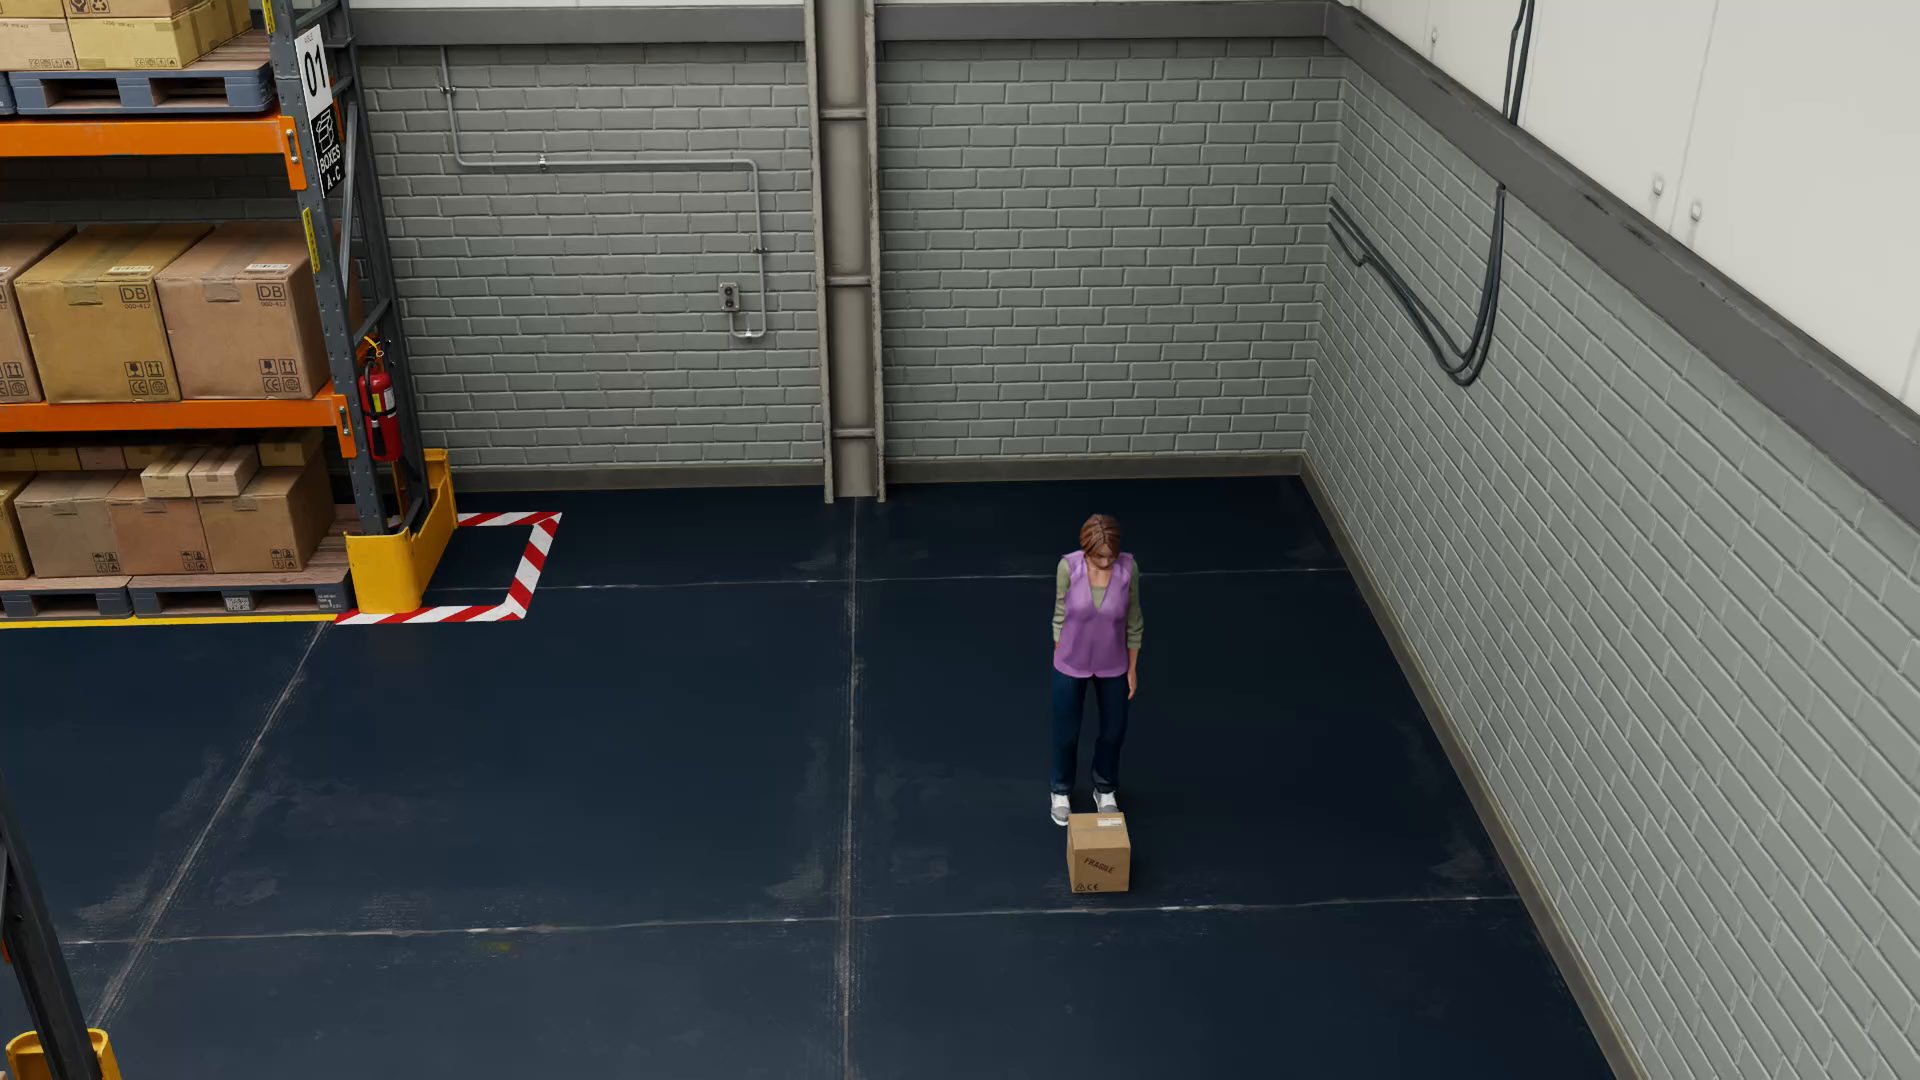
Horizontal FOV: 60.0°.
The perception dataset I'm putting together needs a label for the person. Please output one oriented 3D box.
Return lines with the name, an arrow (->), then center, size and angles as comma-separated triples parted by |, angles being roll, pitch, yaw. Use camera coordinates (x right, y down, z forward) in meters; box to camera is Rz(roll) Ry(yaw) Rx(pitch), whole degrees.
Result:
person -> 0.619, 0.587, 7.562 | 0.411, 1.577, 0.310 | -1, 28, -2
